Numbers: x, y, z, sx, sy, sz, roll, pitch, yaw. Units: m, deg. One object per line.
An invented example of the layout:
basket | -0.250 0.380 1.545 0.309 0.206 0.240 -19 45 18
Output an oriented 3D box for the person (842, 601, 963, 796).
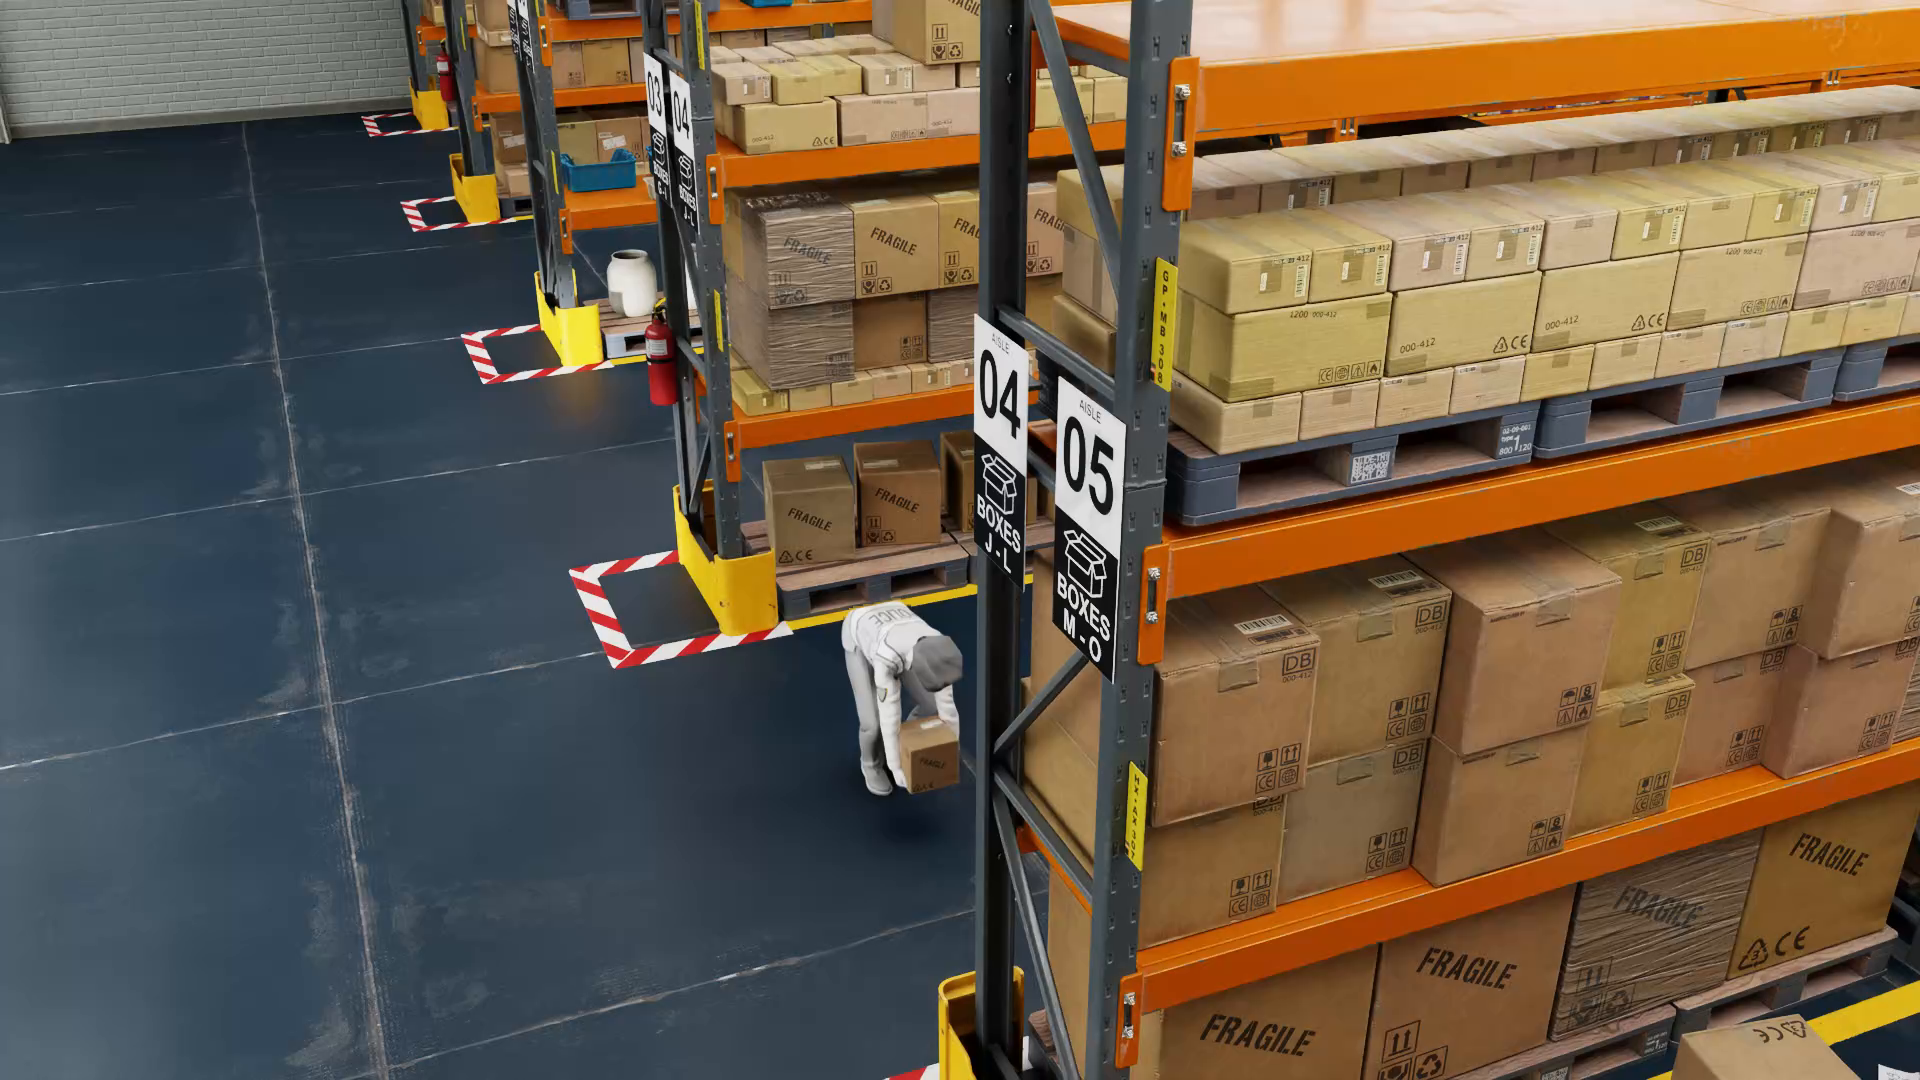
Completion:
person | -0.267 0.799 8.184 0.451 1.047 0.921 -12 29 -23
